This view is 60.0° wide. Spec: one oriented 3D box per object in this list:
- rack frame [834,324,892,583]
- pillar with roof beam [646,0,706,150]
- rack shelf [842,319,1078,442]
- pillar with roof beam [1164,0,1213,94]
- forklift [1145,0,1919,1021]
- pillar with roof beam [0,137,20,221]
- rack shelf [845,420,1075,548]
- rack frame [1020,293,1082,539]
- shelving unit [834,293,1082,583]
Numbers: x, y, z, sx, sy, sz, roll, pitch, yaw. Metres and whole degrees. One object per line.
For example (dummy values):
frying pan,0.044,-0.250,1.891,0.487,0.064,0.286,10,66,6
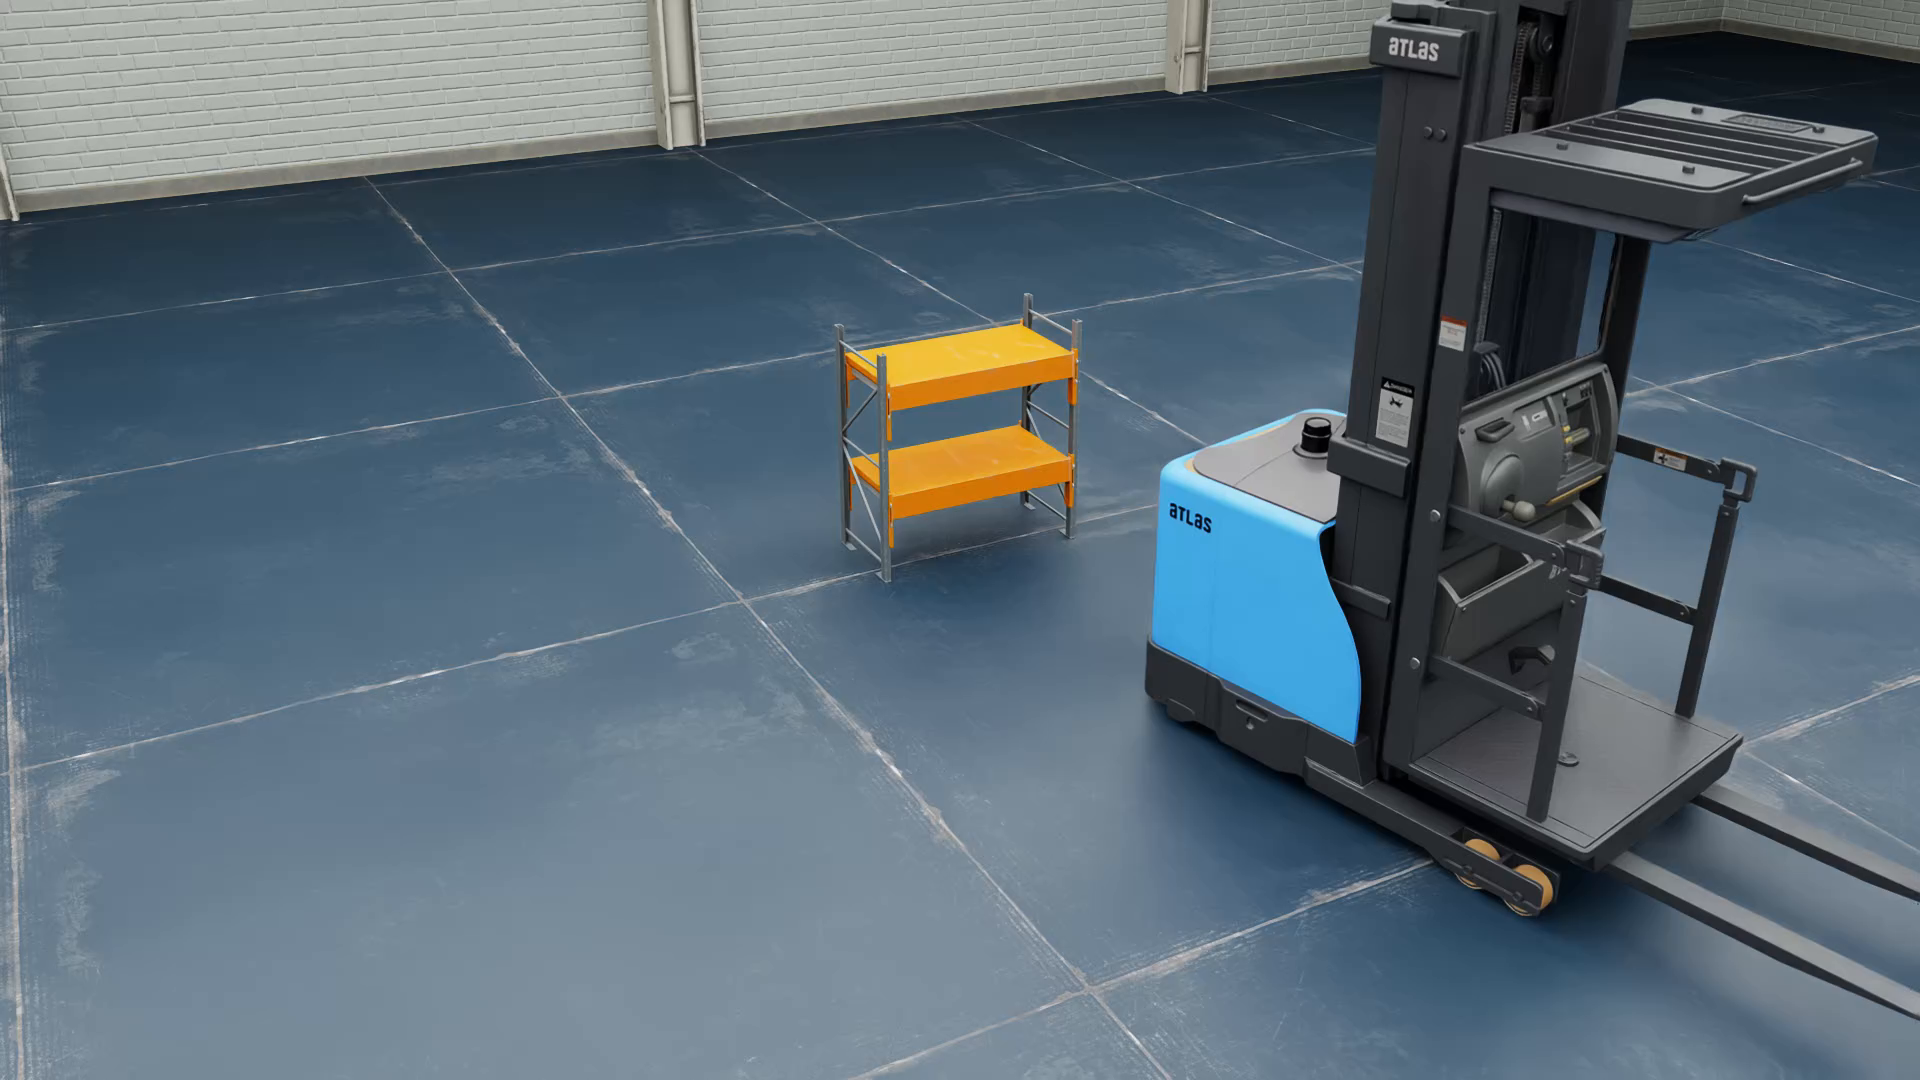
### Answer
rack frame,-0.455,-0.402,7.788,0.032,1.125,0.500,-13,29,-25
pillar with roof beam,-0.710,-6.300,10.974,0.400,9.000,9.100,-13,29,-25
rack shelf,-0.006,-0.770,7.877,1.000,0.278,0.538,-13,29,-25
pillar with roof beam,4.584,-7.522,13.519,0.400,9.000,9.100,-13,29,-25
forklift,2.103,-0.303,5.495,1.130,2.935,3.031,-21,33,-36
pillar with roof beam,-6.004,-5.078,8.429,0.400,9.000,9.100,-13,29,-25
rack shelf,-0.006,-0.285,8.109,1.000,0.278,0.538,-13,29,-25
rack frame,0.443,-0.609,8.219,0.032,1.125,0.500,-13,29,-25
shelving unit,-0.006,-0.506,8.004,1.048,1.125,0.538,-13,29,-25
